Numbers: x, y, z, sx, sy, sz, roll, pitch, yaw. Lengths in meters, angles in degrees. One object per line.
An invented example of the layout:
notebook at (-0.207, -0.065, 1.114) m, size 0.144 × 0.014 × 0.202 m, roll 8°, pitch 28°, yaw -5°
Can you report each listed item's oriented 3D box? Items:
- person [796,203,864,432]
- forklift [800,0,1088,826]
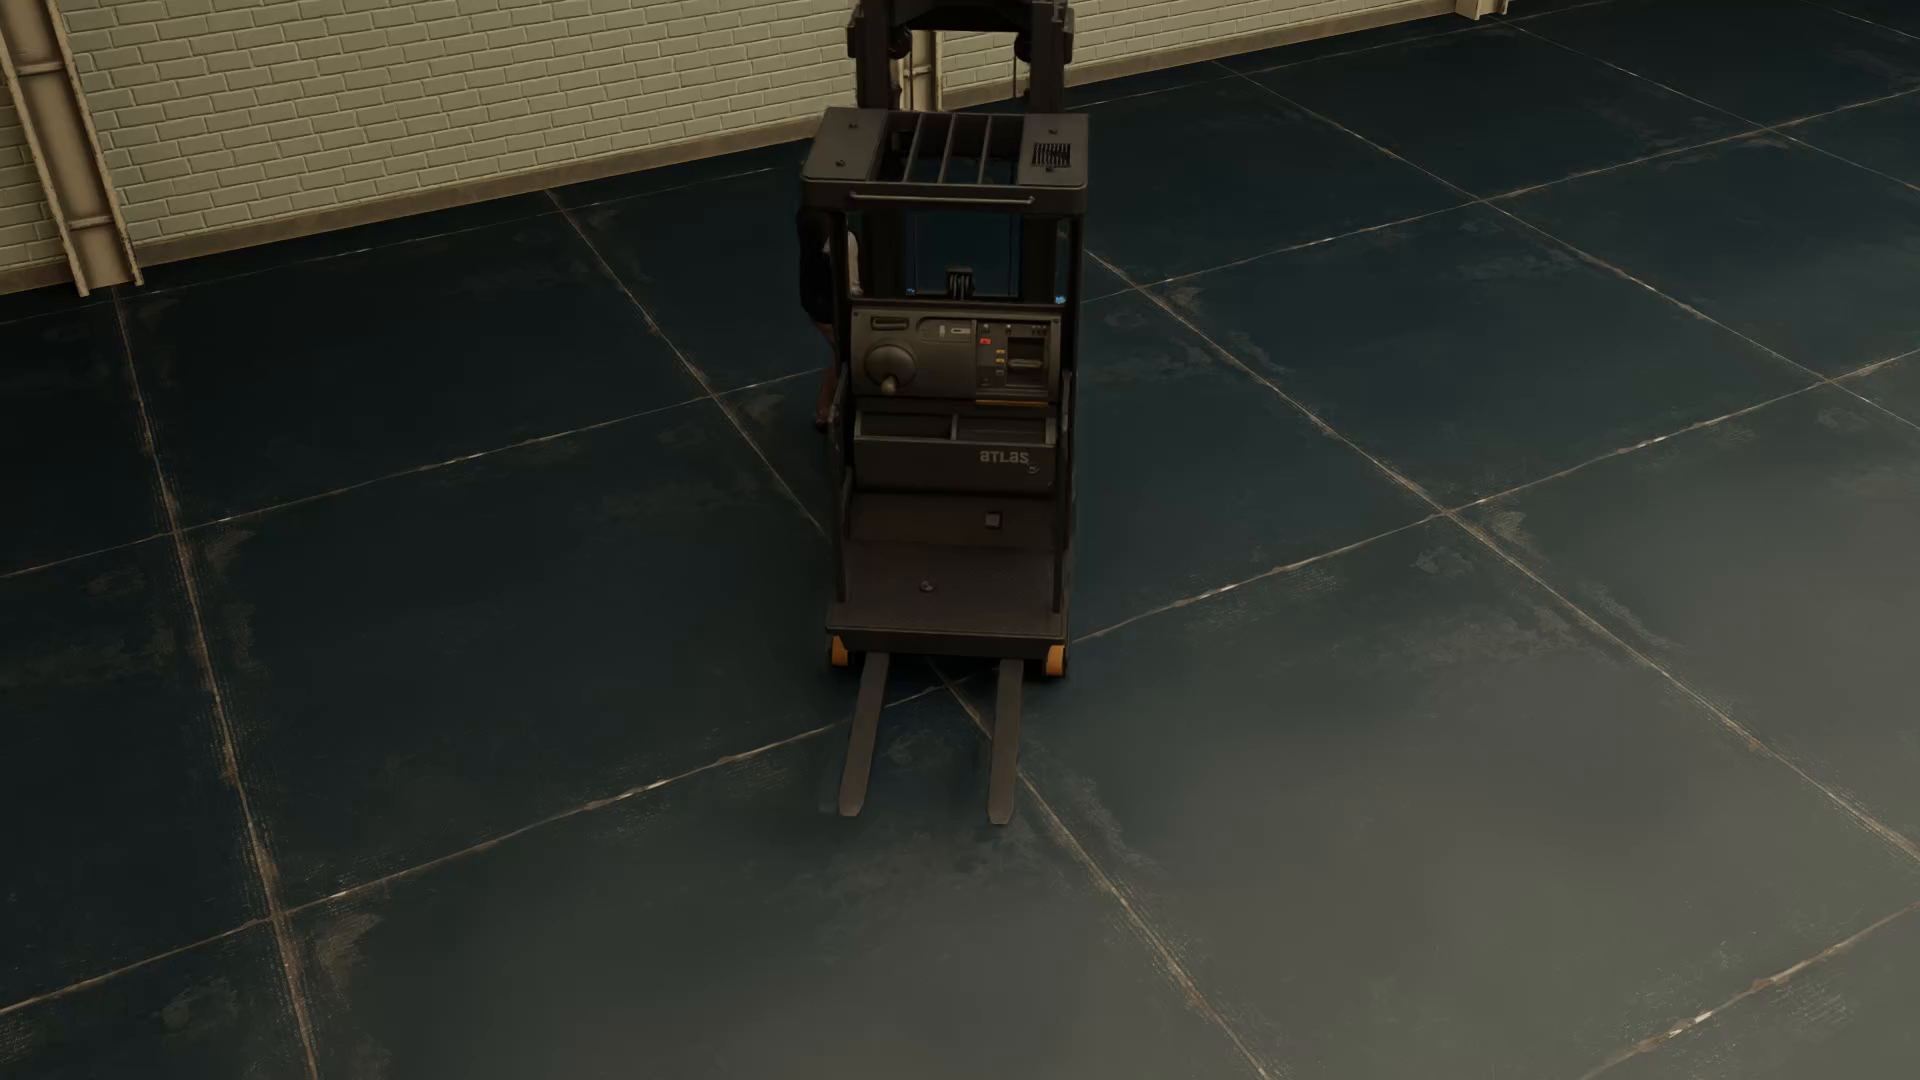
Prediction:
person at (-0.605, -1.265, 8.991) m, size 0.490 × 1.699 × 0.711 m, roll -15°, pitch 38°, yaw -20°
forklift at (-0.034, -0.759, 7.197) m, size 1.130 × 2.935 × 3.031 m, roll 2°, pitch 35°, yaw 3°
